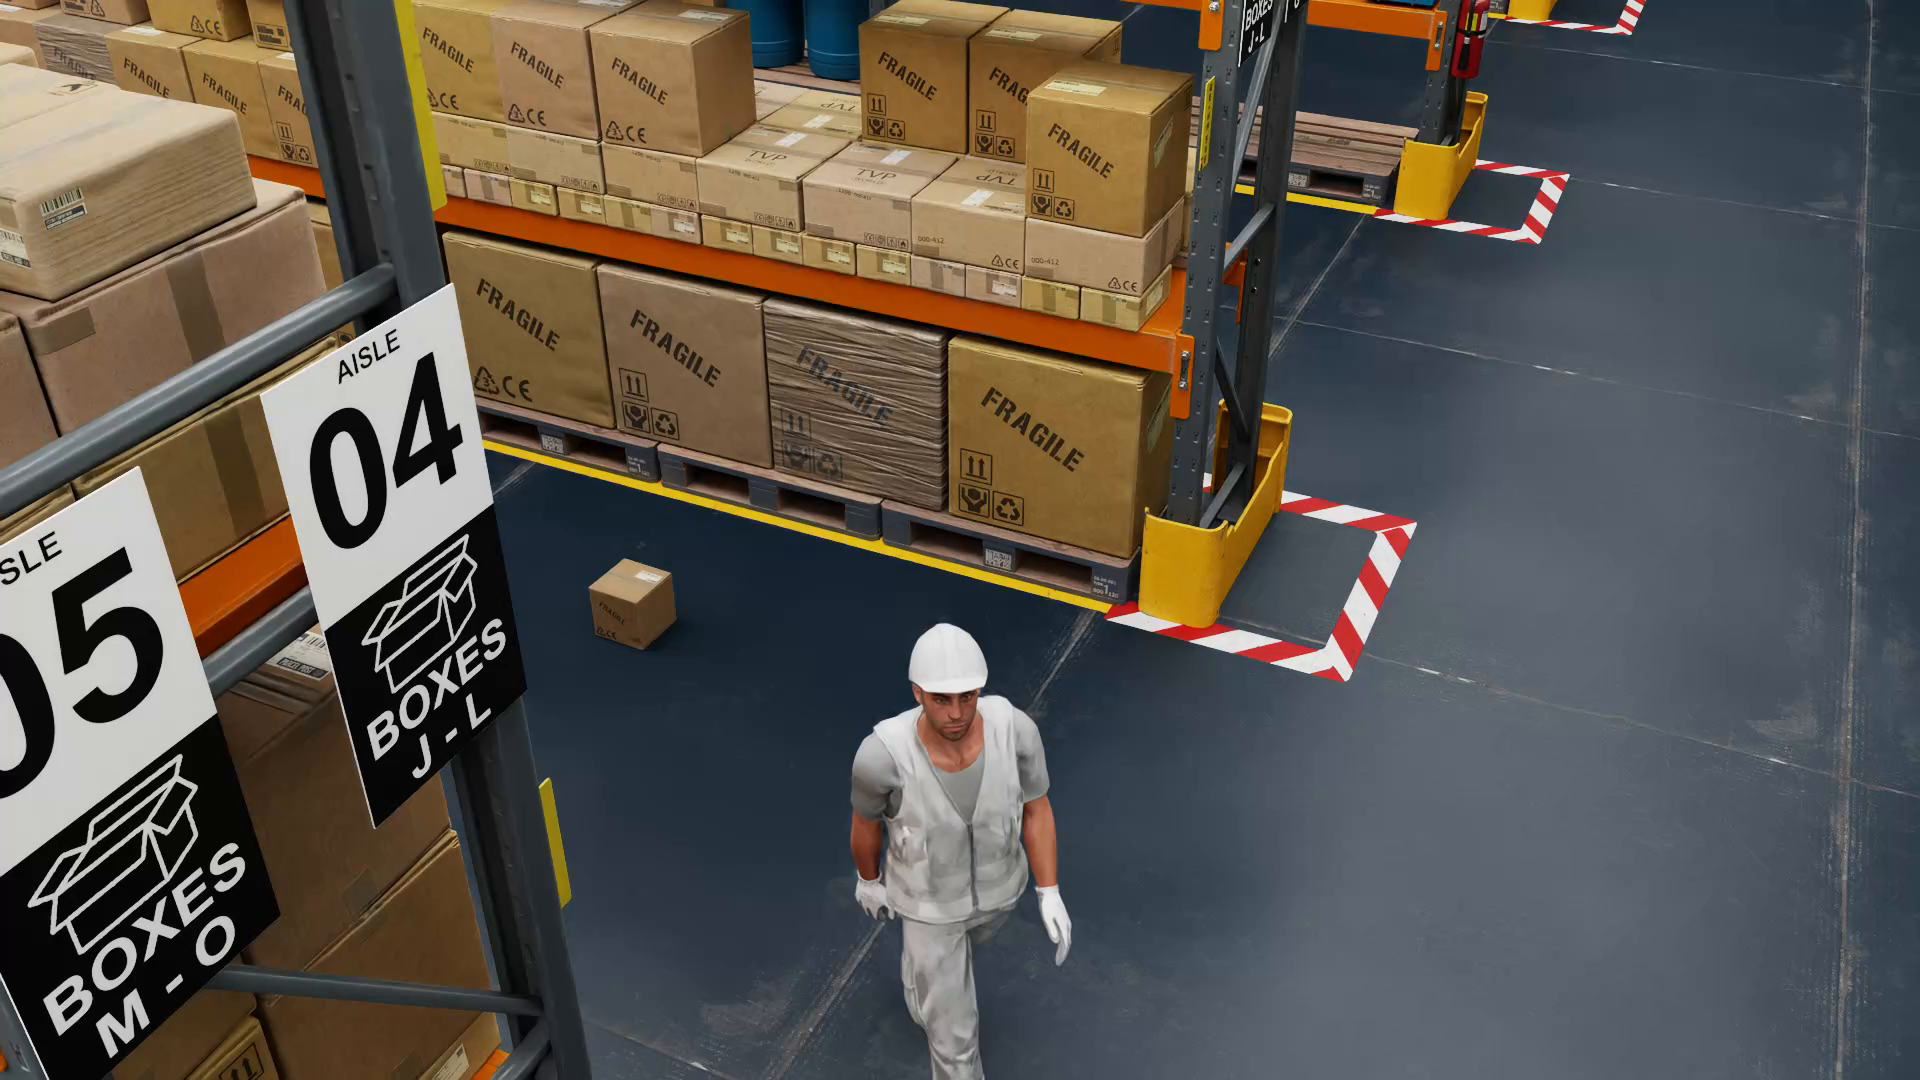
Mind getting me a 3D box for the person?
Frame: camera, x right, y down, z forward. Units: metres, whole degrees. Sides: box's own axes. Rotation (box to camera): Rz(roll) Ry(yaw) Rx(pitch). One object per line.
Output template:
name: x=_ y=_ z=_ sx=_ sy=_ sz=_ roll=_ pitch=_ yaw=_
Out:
person: x=0.006 y=0.988 z=4.625 sx=0.530 sy=1.742 sz=1.084 roll=-14 pitch=36 yaw=-20
